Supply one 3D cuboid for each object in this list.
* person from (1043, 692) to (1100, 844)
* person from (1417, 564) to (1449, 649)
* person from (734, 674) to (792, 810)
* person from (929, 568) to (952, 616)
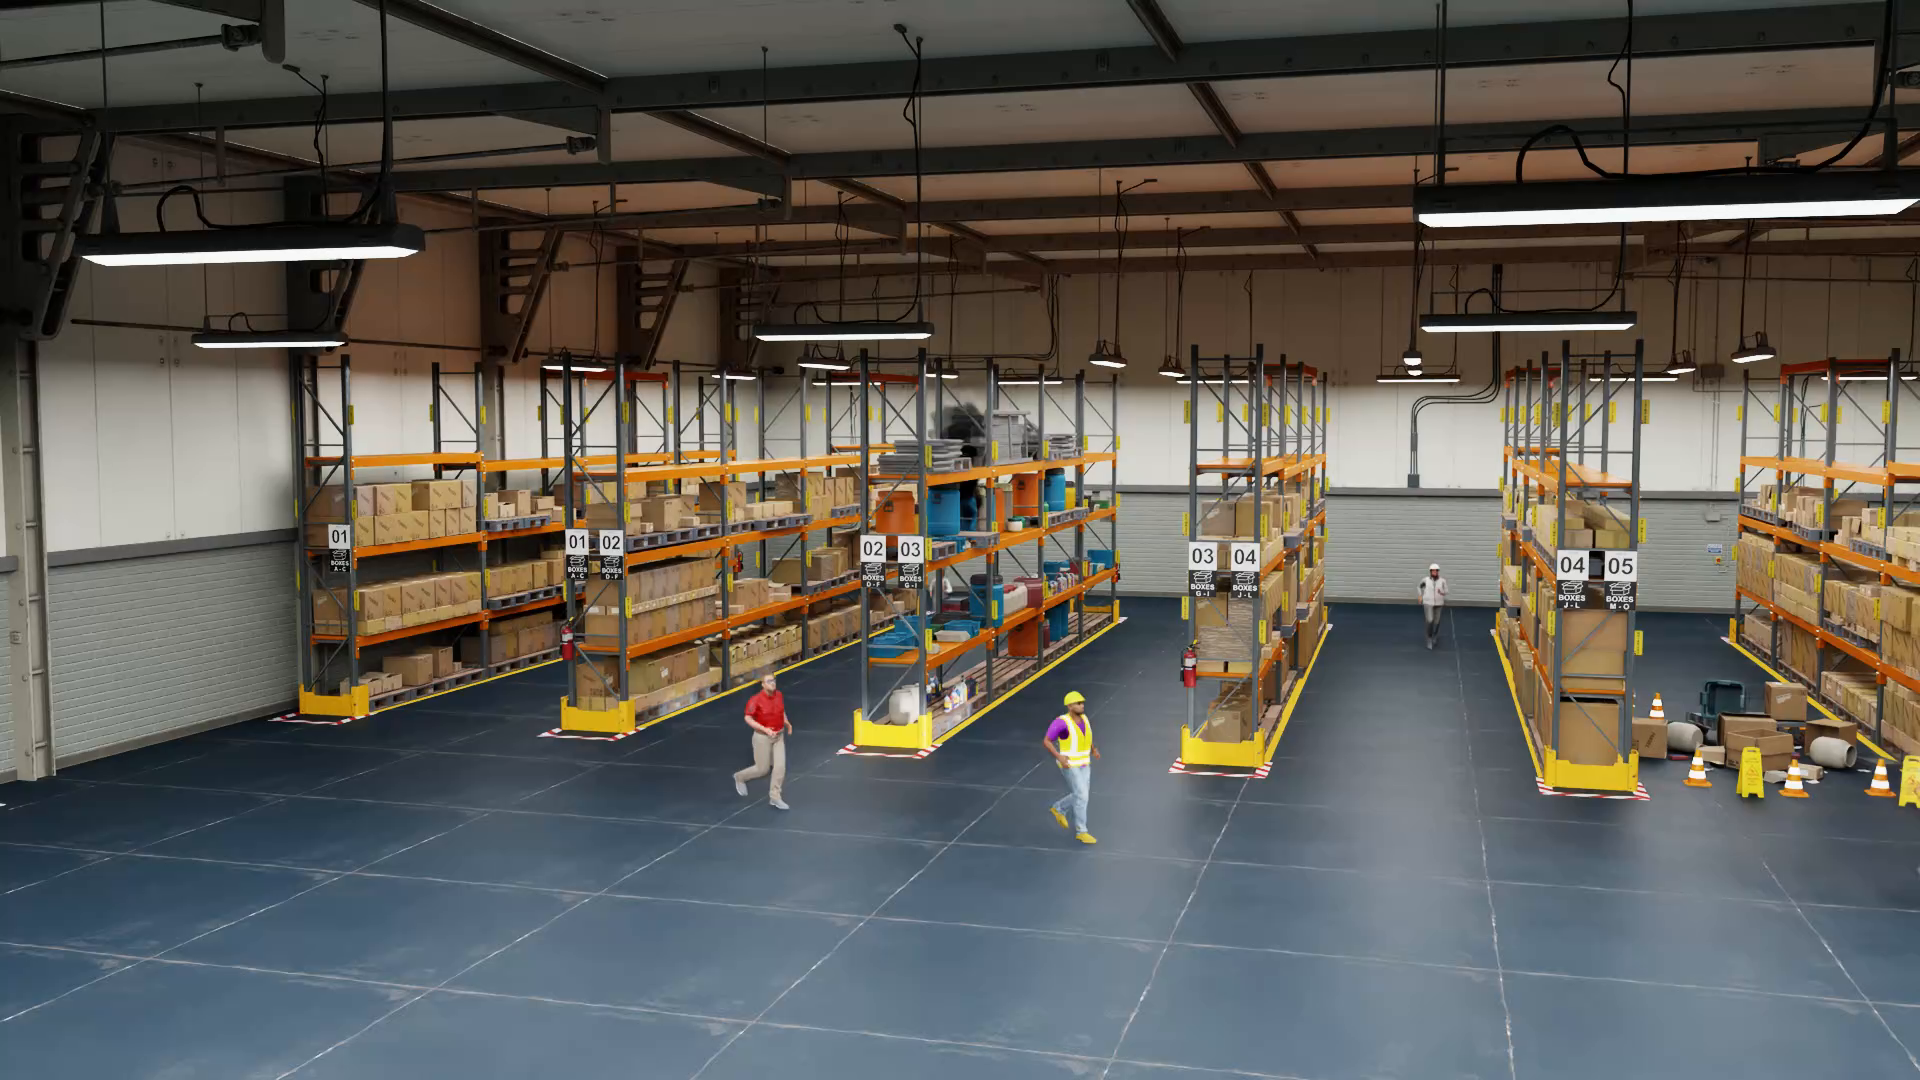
[{"bbox_3d":[1.317,2.658,19.649,0.777,1.752,0.707,4,6,44],"label":"person"},{"bbox_3d":[10.217,1.425,35.898,0.629,1.834,0.779,0,4,4],"label":"person"},{"bbox_3d":[-2.494,2.564,21.374,0.834,1.726,0.670,4,6,44],"label":"person"},{"bbox_3d":[-0.445,1.396,37.262,0.539,1.581,0.891,0,4,6],"label":"person"}]
